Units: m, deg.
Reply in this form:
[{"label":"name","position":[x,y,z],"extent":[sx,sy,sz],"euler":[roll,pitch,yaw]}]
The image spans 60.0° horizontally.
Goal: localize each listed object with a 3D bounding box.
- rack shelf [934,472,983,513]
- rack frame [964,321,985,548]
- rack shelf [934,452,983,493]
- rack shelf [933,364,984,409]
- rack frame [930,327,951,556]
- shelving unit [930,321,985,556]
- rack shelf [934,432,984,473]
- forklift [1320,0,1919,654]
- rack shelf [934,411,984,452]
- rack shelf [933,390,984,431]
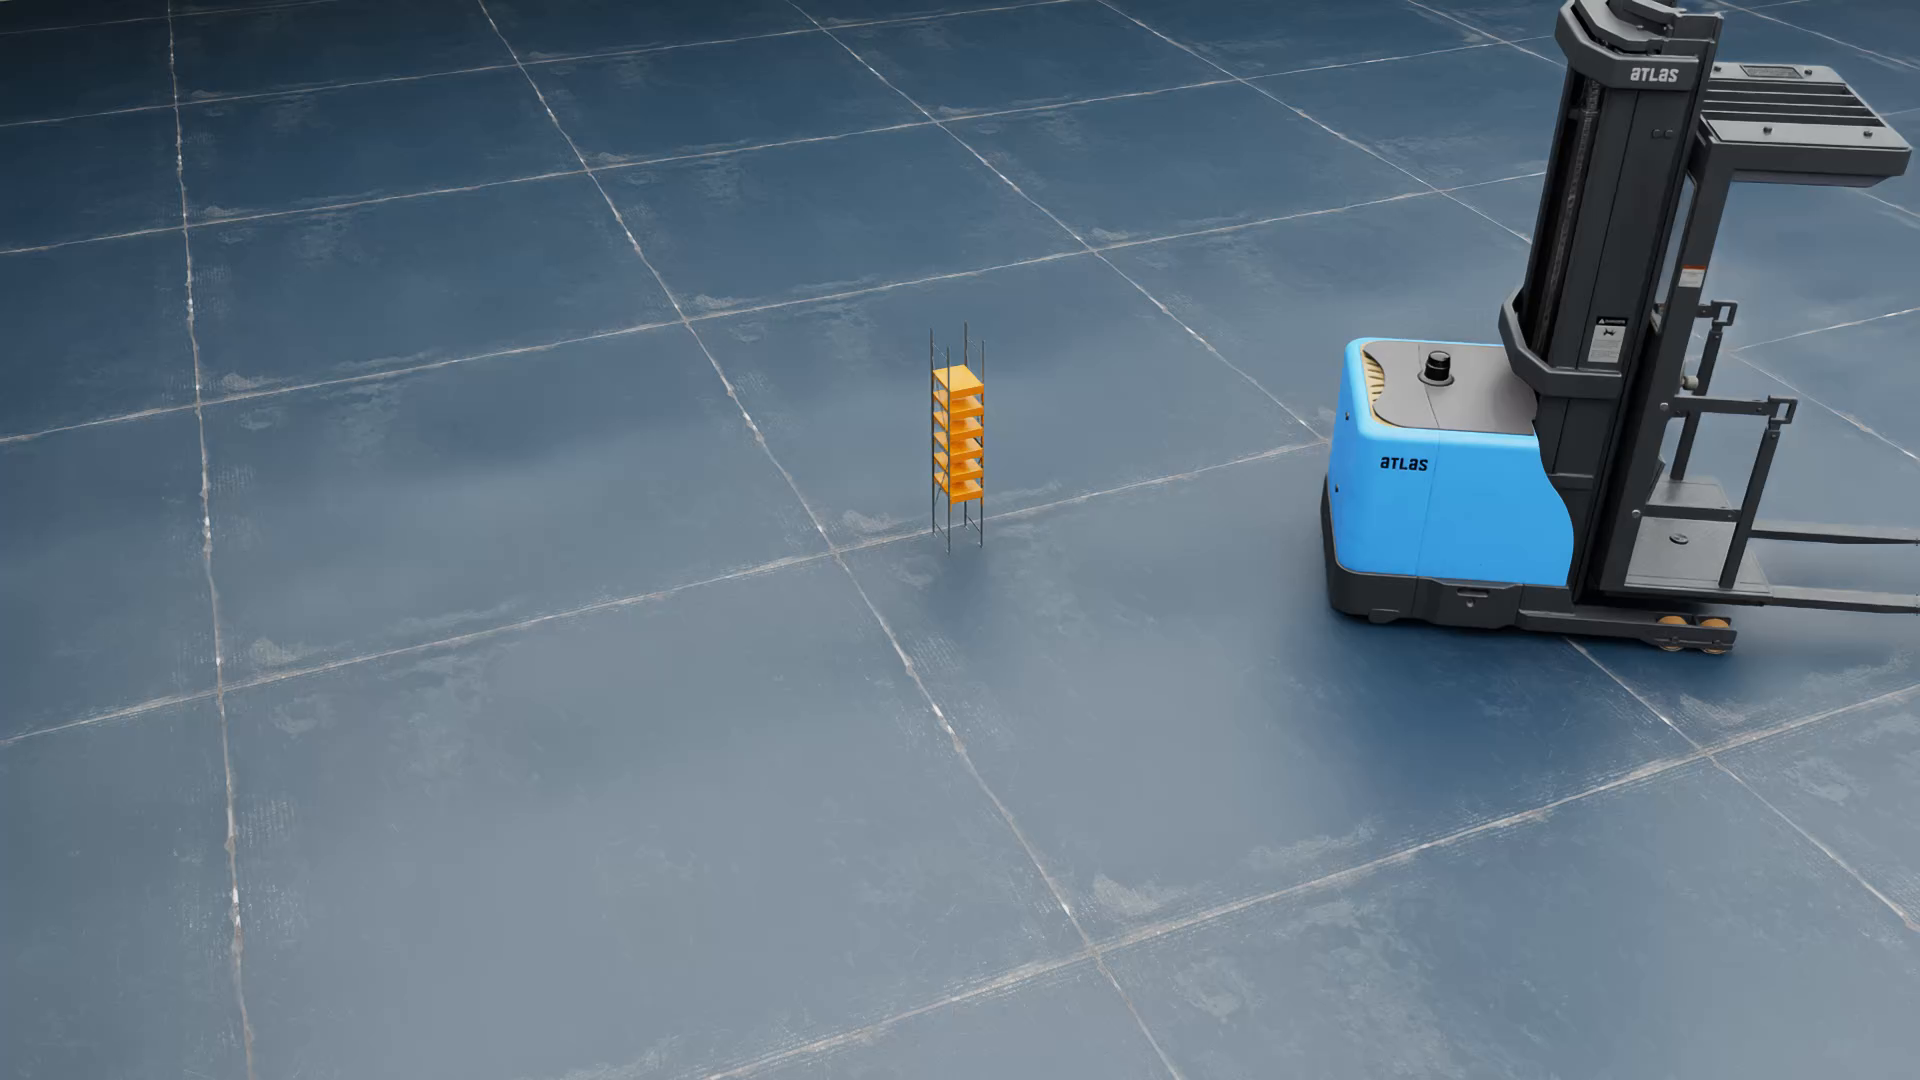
[{"label":"rack shelf","position":[-0.013,-0.261,8.573],"extent":[0.180,0.103,0.258],"euler":[-13,35,-19]},{"label":"rack frame","position":[0.071,-0.519,8.448],"extent":[0.006,1.200,0.240],"euler":[-13,35,-19]},{"label":"rack shelf","position":[-0.013,-0.362,8.508],"extent":[0.180,0.103,0.258],"euler":[-13,35,-19]},{"label":"rack shelf","position":[-0.013,-0.764,8.246],"extent":[0.180,0.103,0.258],"euler":[-13,35,-19]},{"label":"rack frame","position":[-0.098,-0.481,8.388],"extent":[0.006,1.200,0.240],"euler":[-13,35,-19]},{"label":"shelving unit","position":[-0.013,-0.500,8.418],"extent":[0.189,1.200,0.258],"euler":[-13,35,-19]},{"label":"rack shelf","position":[-0.013,-0.463,8.442],"extent":[0.180,0.103,0.258],"euler":[-13,35,-19]},{"label":"forklift","position":[3.370,-0.995,7.592],"extent":[3.031,2.935,1.130],"euler":[4,33,6]},{"label":"rack shelf","position":[-0.013,-0.563,8.377],"extent":[0.180,0.103,0.258],"euler":[-13,35,-19]},{"label":"rack shelf","position":[-0.013,-0.664,8.311],"extent":[0.180,0.103,0.258],"euler":[-13,35,-19]}]
